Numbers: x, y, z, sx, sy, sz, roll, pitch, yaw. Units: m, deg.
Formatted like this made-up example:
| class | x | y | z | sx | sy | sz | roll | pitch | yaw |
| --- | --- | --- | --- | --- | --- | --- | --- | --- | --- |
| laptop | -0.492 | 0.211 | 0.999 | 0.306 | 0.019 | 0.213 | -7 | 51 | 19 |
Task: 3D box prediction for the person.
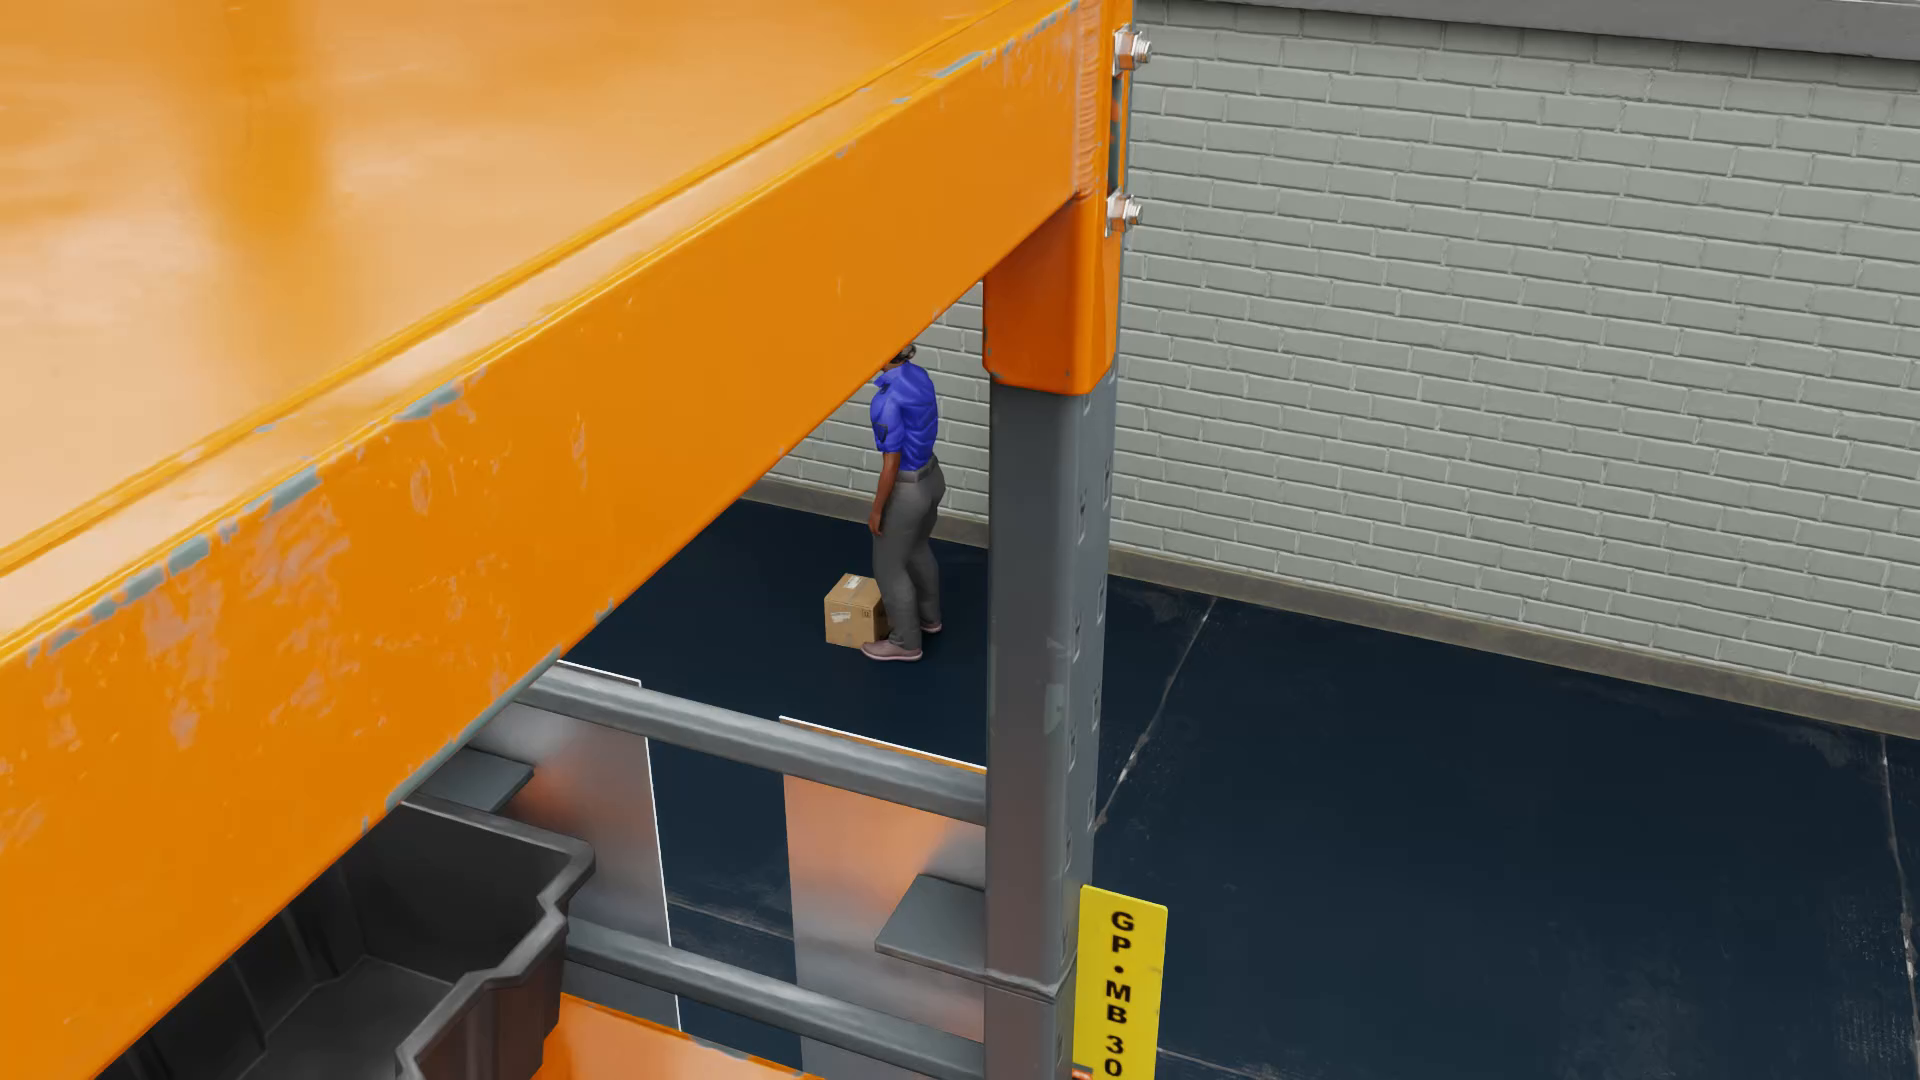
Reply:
| class | x | y | z | sx | sy | sz | roll | pitch | yaw |
| --- | --- | --- | --- | --- | --- | --- | --- | --- | --- |
| person | -0.259 | -0.225 | 7.526 | 0.347 | 1.655 | 0.506 | 12 | 32 | 19 |
